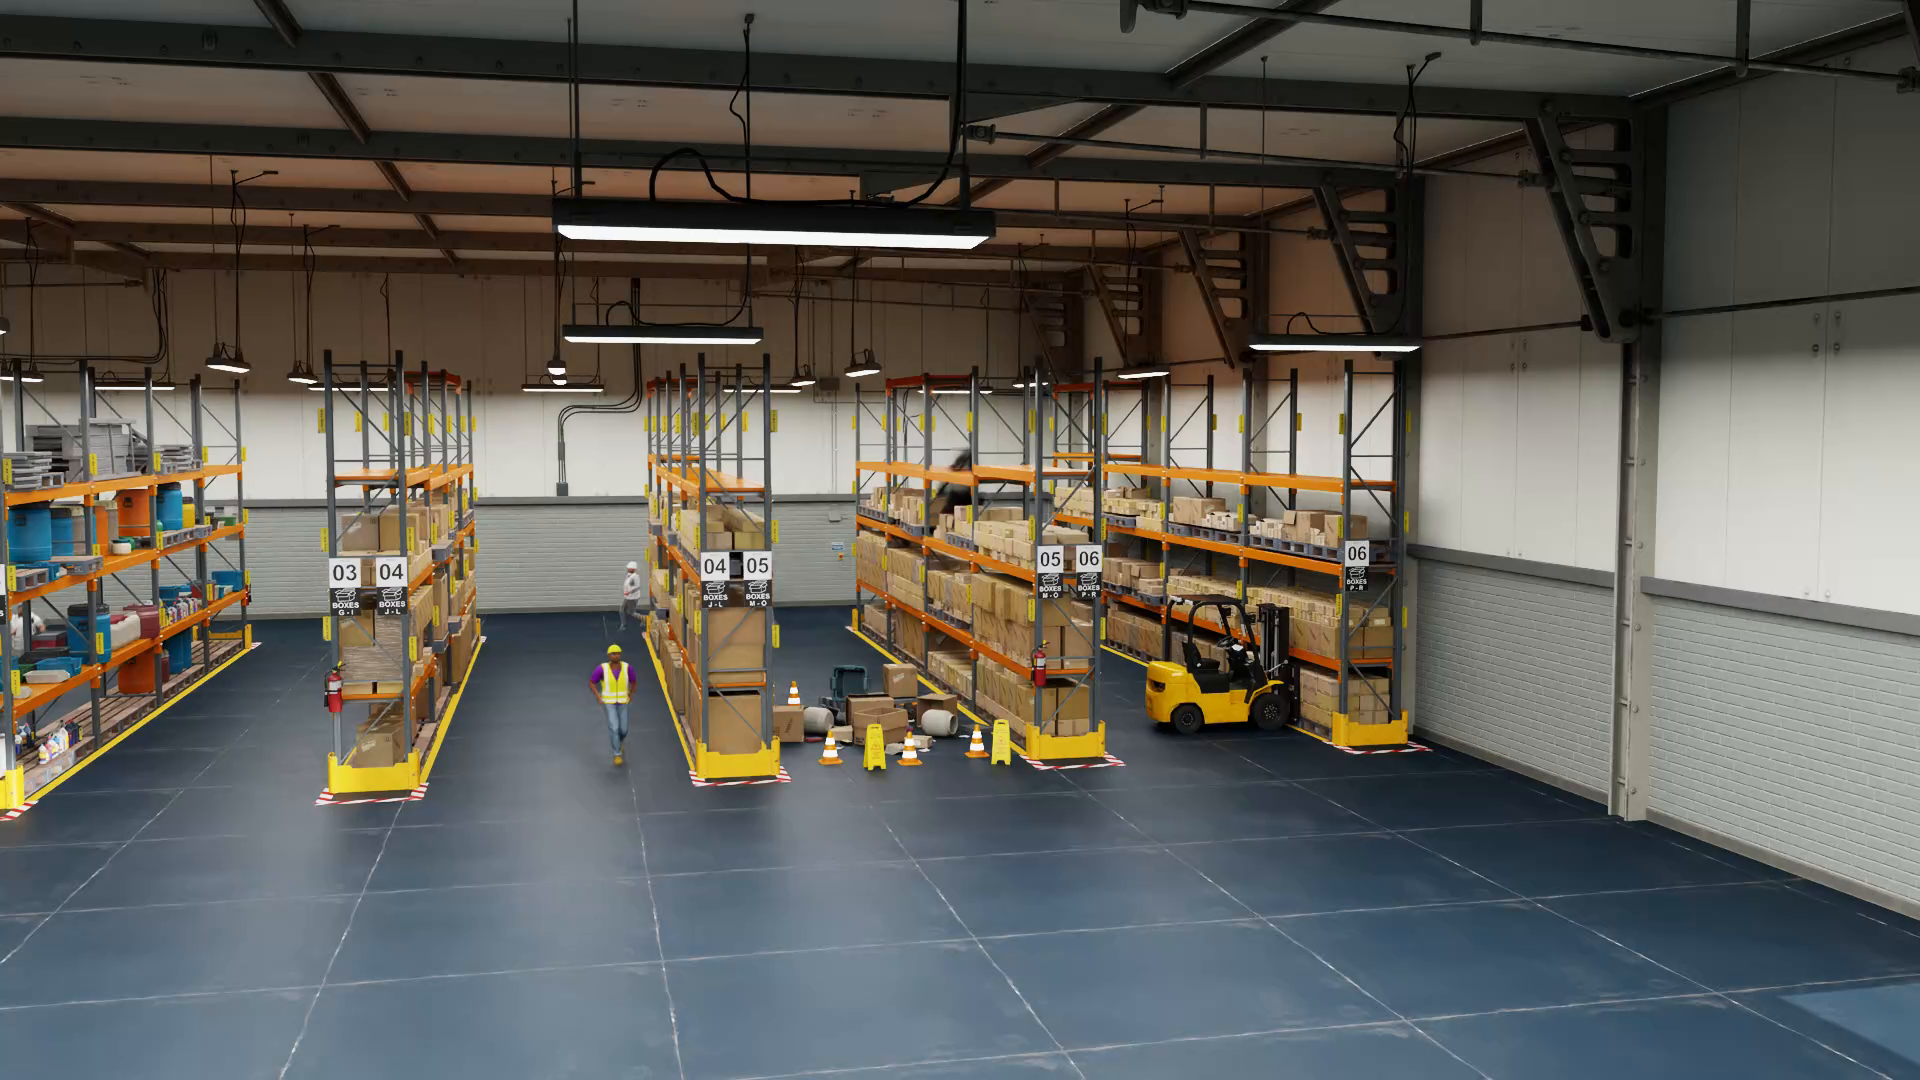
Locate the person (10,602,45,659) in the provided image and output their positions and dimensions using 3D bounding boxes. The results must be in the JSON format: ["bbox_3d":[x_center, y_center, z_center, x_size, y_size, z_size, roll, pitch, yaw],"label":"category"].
[{"bbox_3d":[-17.197,1.967,30.536,0.663,1.761,0.967,-1,4,-20],"label":"person"}]

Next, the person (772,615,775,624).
[{"bbox_3d":[-4.954,1.313,41.057,0.777,1.805,0.624,-1,4,-9],"label":"person"}]

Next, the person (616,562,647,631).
[{"bbox_3d":[-7.871,1.375,40.201,0.765,1.734,0.738,-2,5,-28],"label":"person"}]

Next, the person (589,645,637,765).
[{"bbox_3d":[-5.131,2.418,24.673,0.708,1.746,0.714,-2,4,-22],"label":"person"}]
